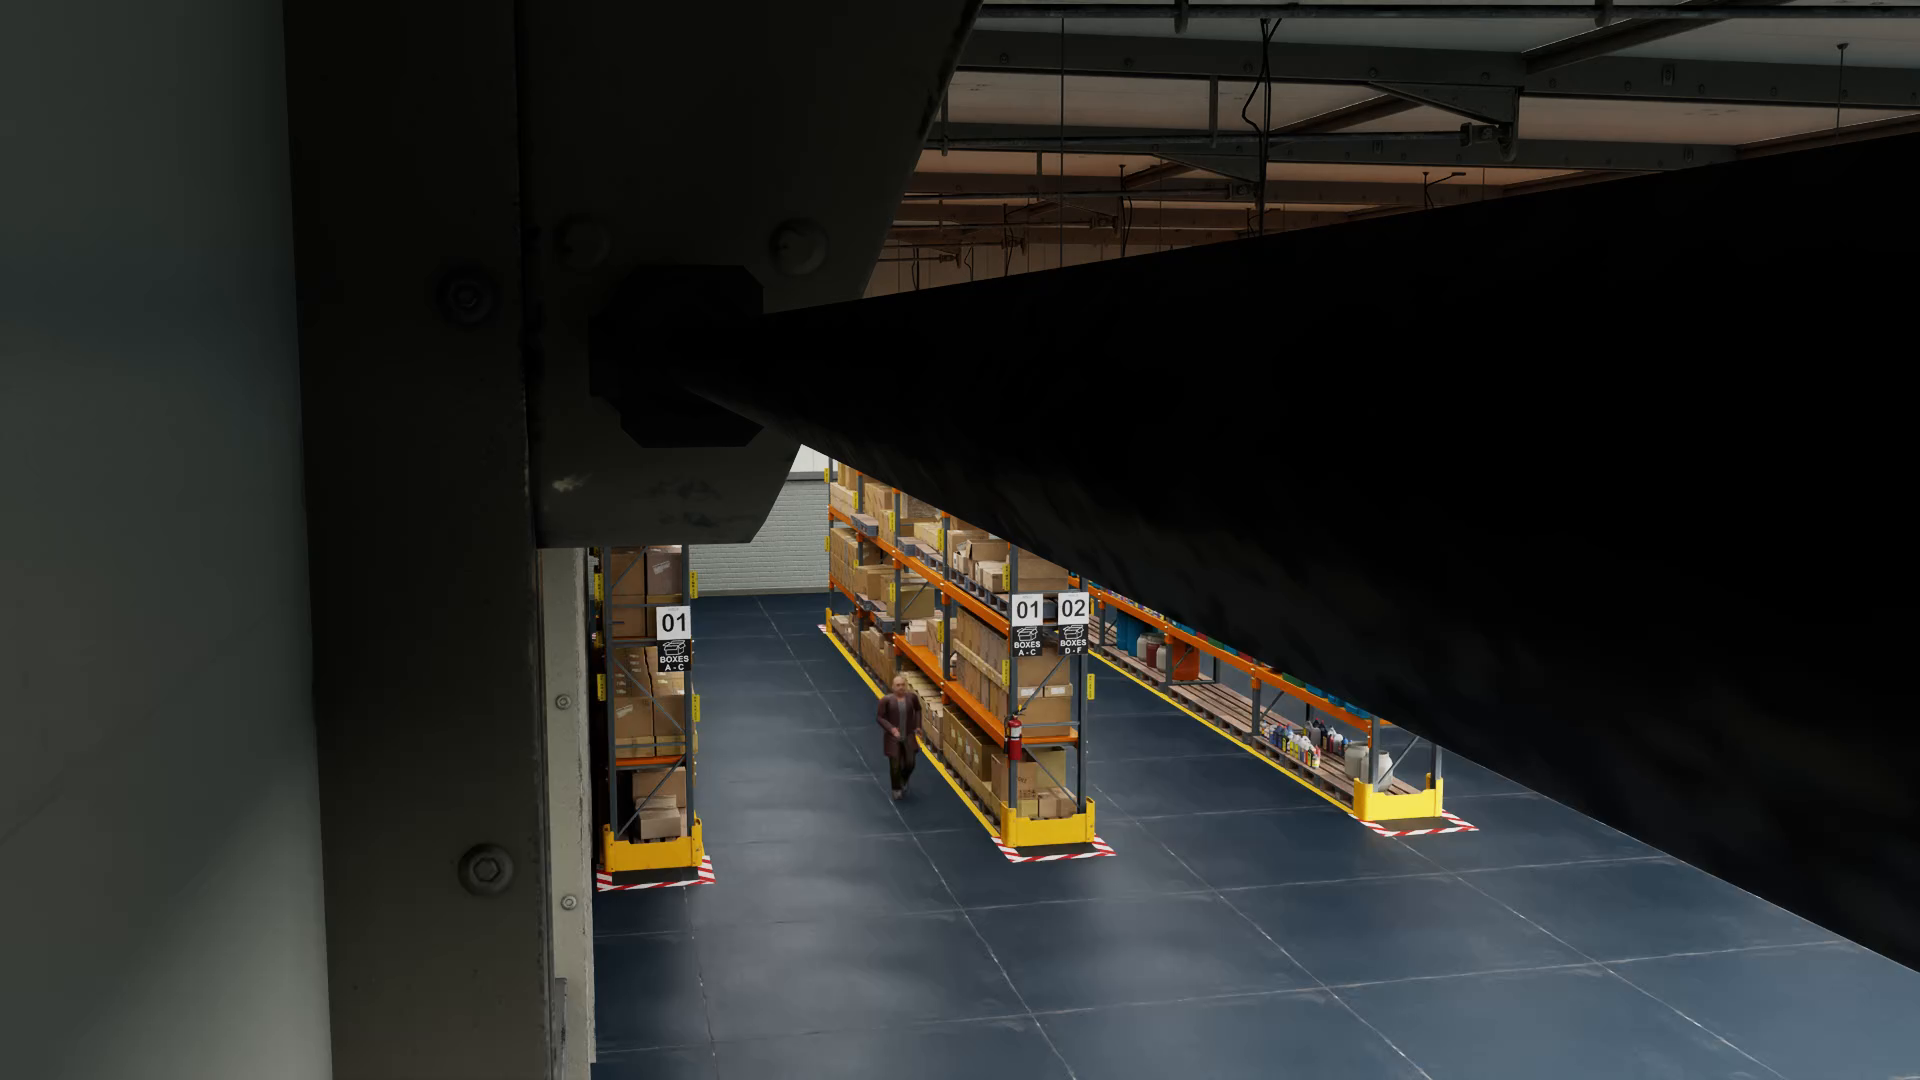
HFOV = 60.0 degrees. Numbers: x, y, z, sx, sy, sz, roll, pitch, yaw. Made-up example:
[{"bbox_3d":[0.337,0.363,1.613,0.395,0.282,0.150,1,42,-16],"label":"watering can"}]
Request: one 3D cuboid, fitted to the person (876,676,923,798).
[{"bbox_3d":[-0.817,2.742,23.014,0.690,1.731,0.714,-2,7,-15],"label":"person"}]
